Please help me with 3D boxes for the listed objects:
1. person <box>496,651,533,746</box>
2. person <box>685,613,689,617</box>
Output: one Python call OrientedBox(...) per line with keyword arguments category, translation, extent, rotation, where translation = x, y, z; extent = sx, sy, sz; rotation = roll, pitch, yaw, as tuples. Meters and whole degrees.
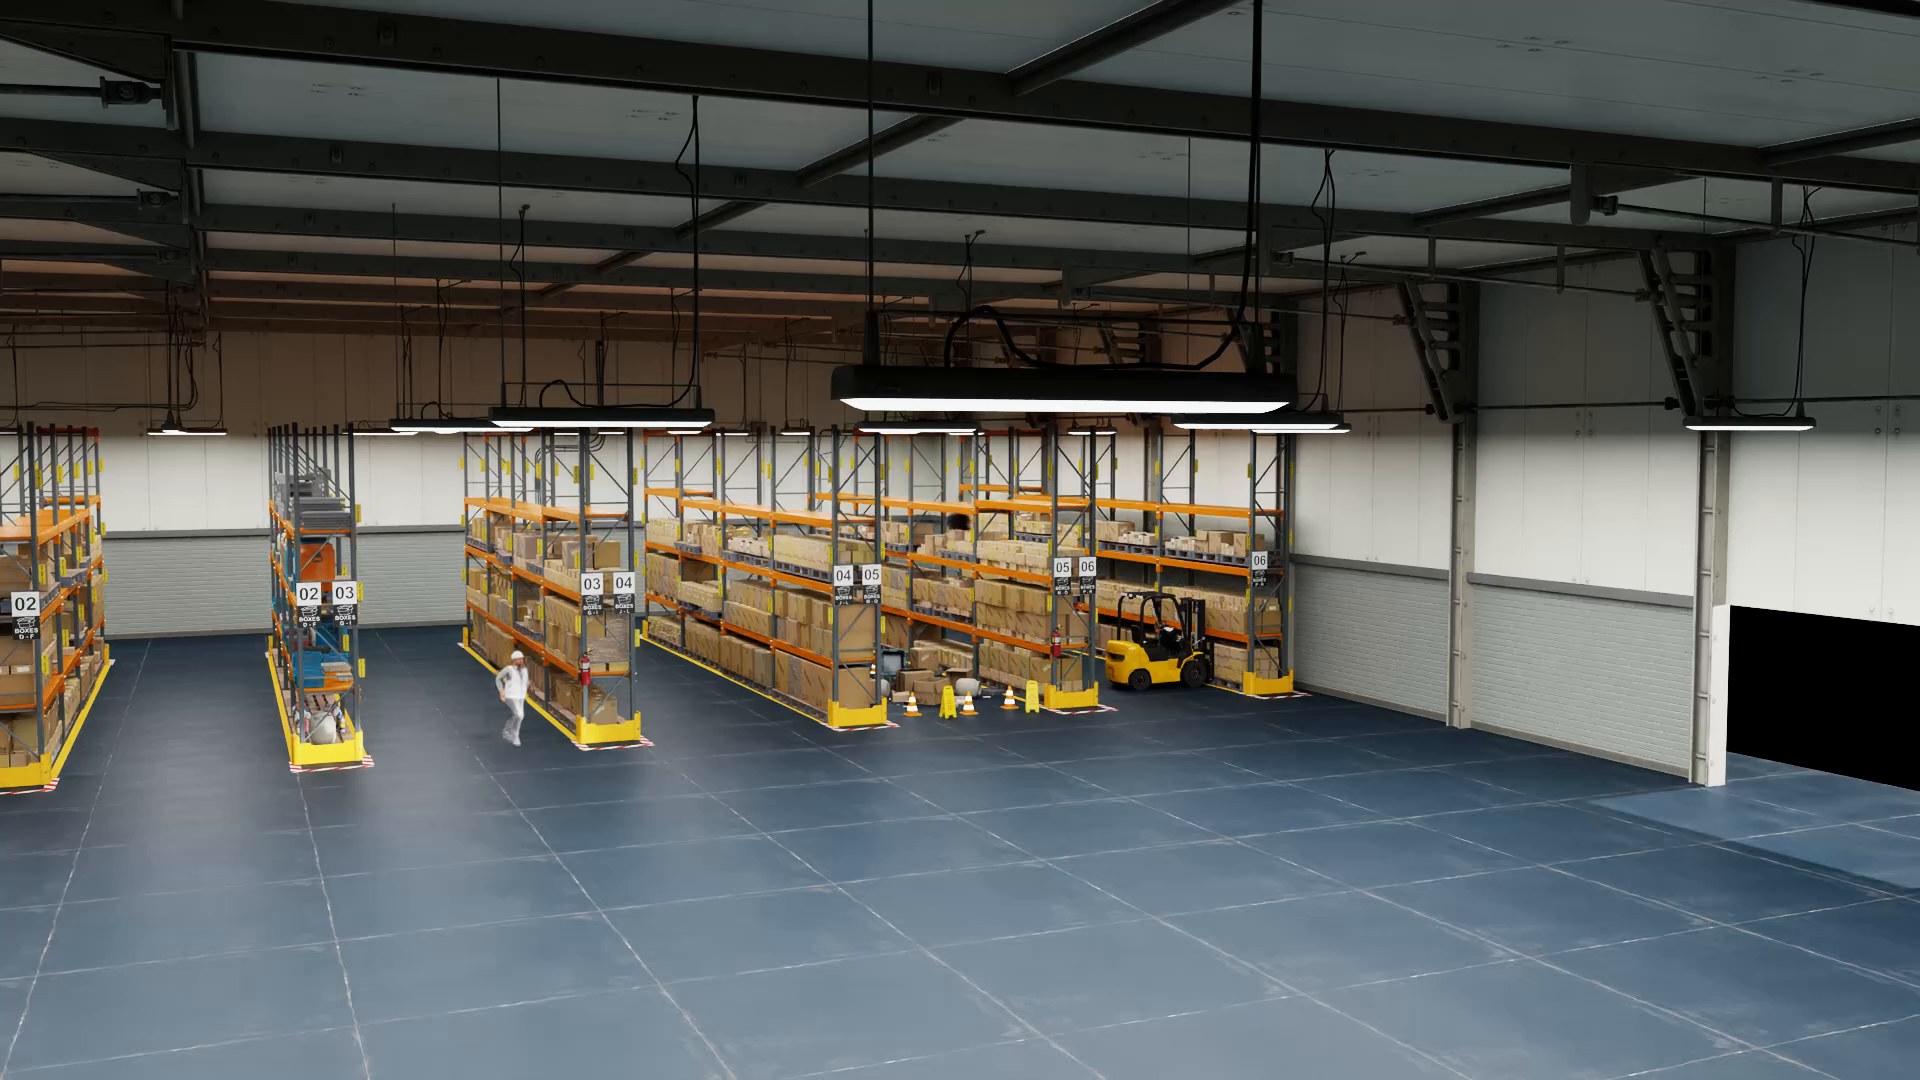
OrientedBox(category="person", translation=(-8.333, 2.958, 31.132), extent=(0.834, 1.789, 0.608), rotation=(2, 4, 35))
OrientedBox(category="person", translation=(-8.068, 1.767, 50.061), extent=(0.937, 1.749, 0.719), rotation=(-3, 5, -41))
